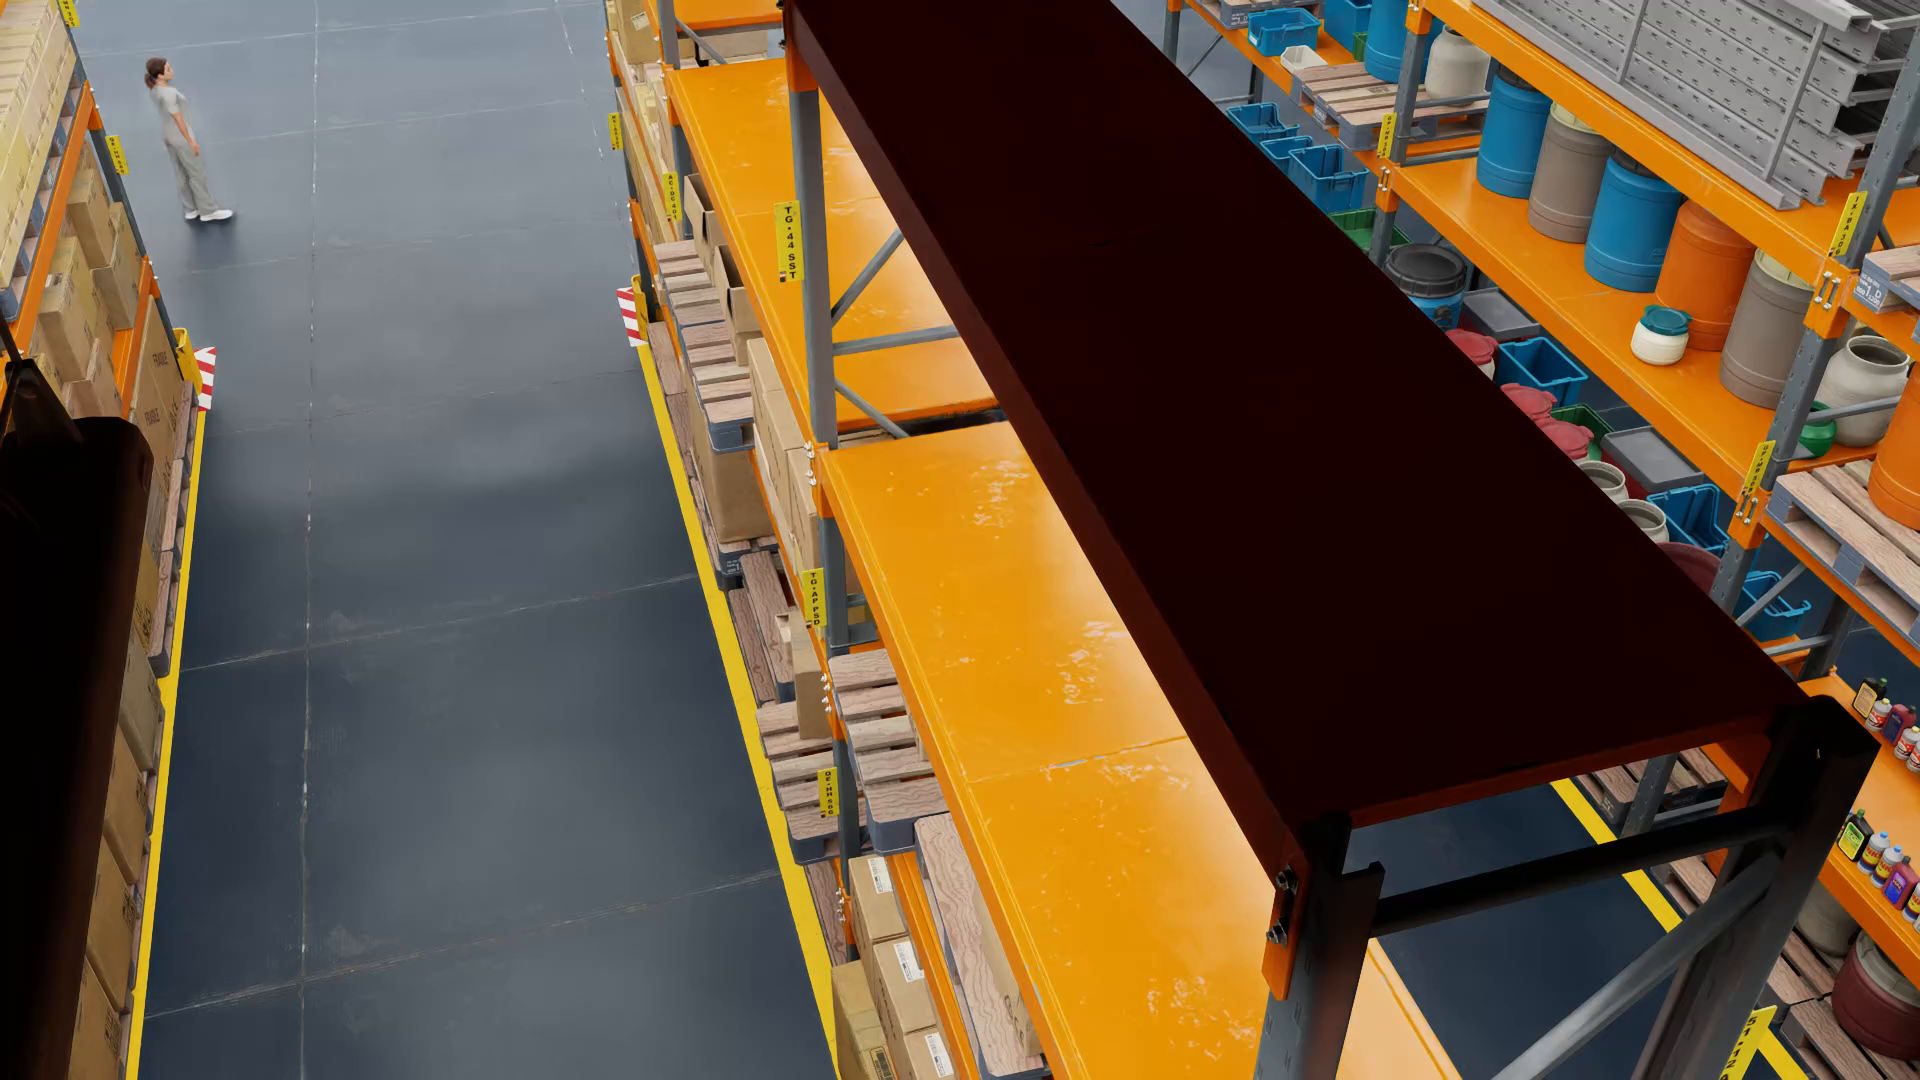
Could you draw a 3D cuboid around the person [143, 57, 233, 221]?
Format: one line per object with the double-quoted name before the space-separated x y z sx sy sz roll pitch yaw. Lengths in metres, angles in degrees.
"person" -7.714 -3.983 16.492 0.495 1.677 0.387 31 48 33
